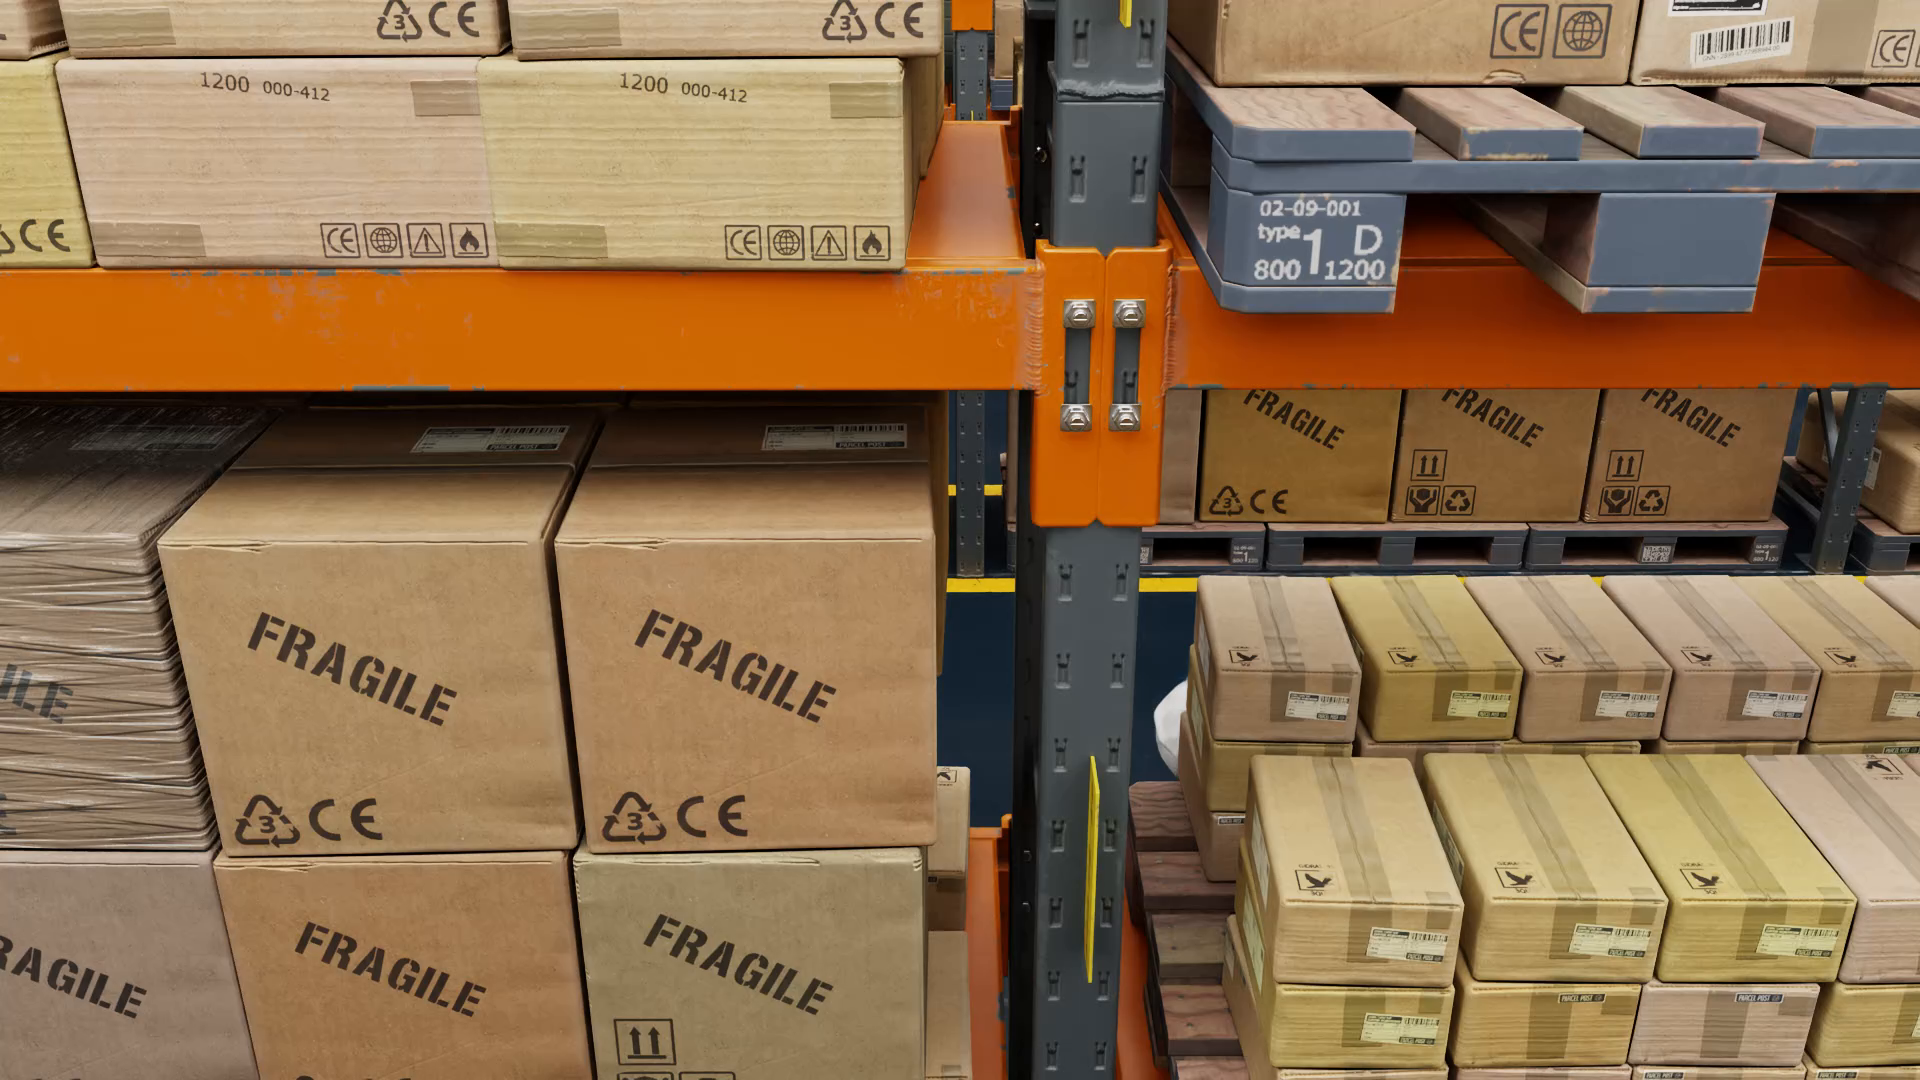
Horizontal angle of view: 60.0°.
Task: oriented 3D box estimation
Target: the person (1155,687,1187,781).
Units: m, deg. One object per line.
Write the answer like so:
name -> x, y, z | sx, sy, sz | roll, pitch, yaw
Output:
person -> 1.086, 0.668, 5.592 | 0.857, 0.875, 0.483 | 0, 24, 0
